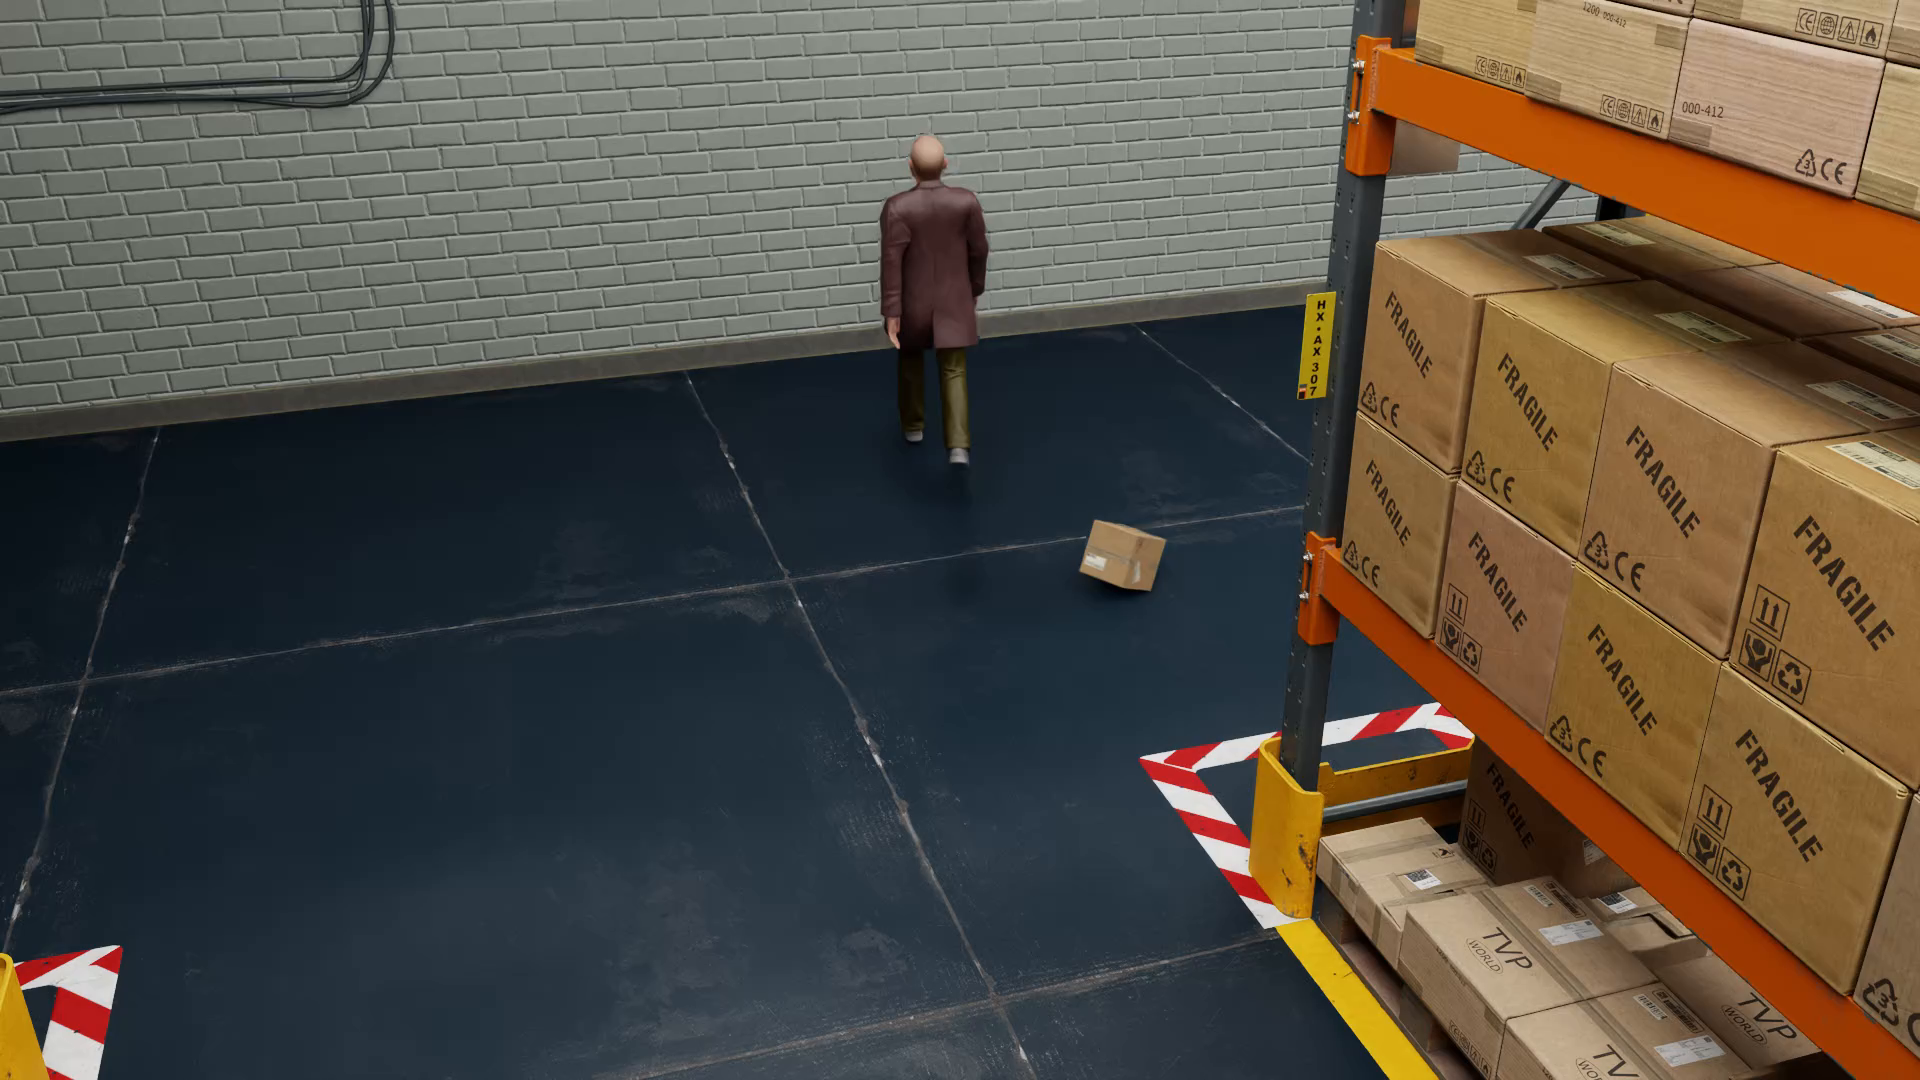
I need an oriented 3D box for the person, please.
[{"bbox_3d":[-0.136,-1.239,8.685,0.580,1.715,1.101,-3,26,-6],"label":"person"}]
